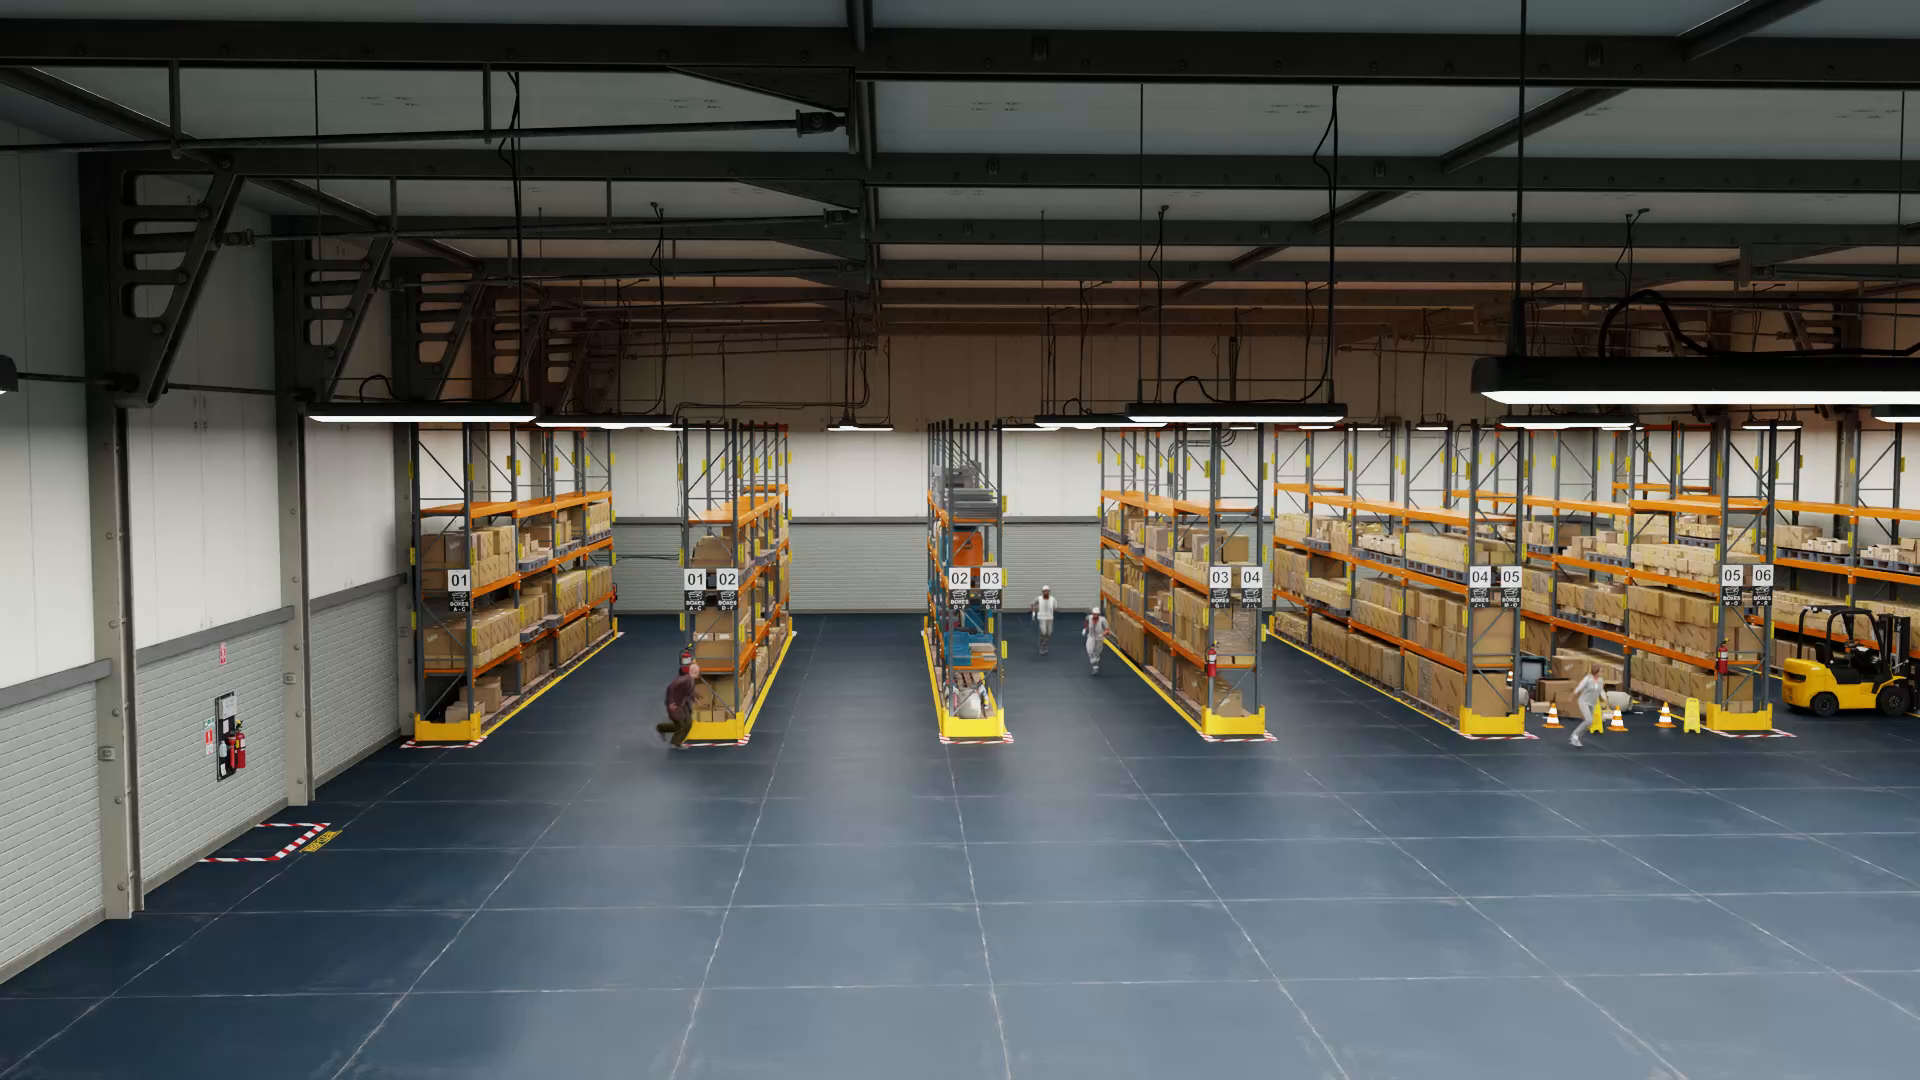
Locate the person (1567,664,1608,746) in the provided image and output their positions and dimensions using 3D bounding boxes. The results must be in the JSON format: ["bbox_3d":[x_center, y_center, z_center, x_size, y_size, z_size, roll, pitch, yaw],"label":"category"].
[{"bbox_3d":[11.453,3.014,30.293,0.529,1.539,0.664,-2,4,-25],"label":"person"}]

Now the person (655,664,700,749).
[{"bbox_3d":[-5.131,3.013,30.107,0.964,1.581,0.728,2,4,25],"label":"person"}]

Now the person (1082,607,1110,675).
[{"bbox_3d":[3.241,2.357,39.606,0.688,1.609,1.097,1,4,10],"label":"person"}]

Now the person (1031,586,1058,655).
[{"bbox_3d":[2.217,2.081,43.029,0.654,1.792,0.714,-1,4,-15],"label":"person"}]
